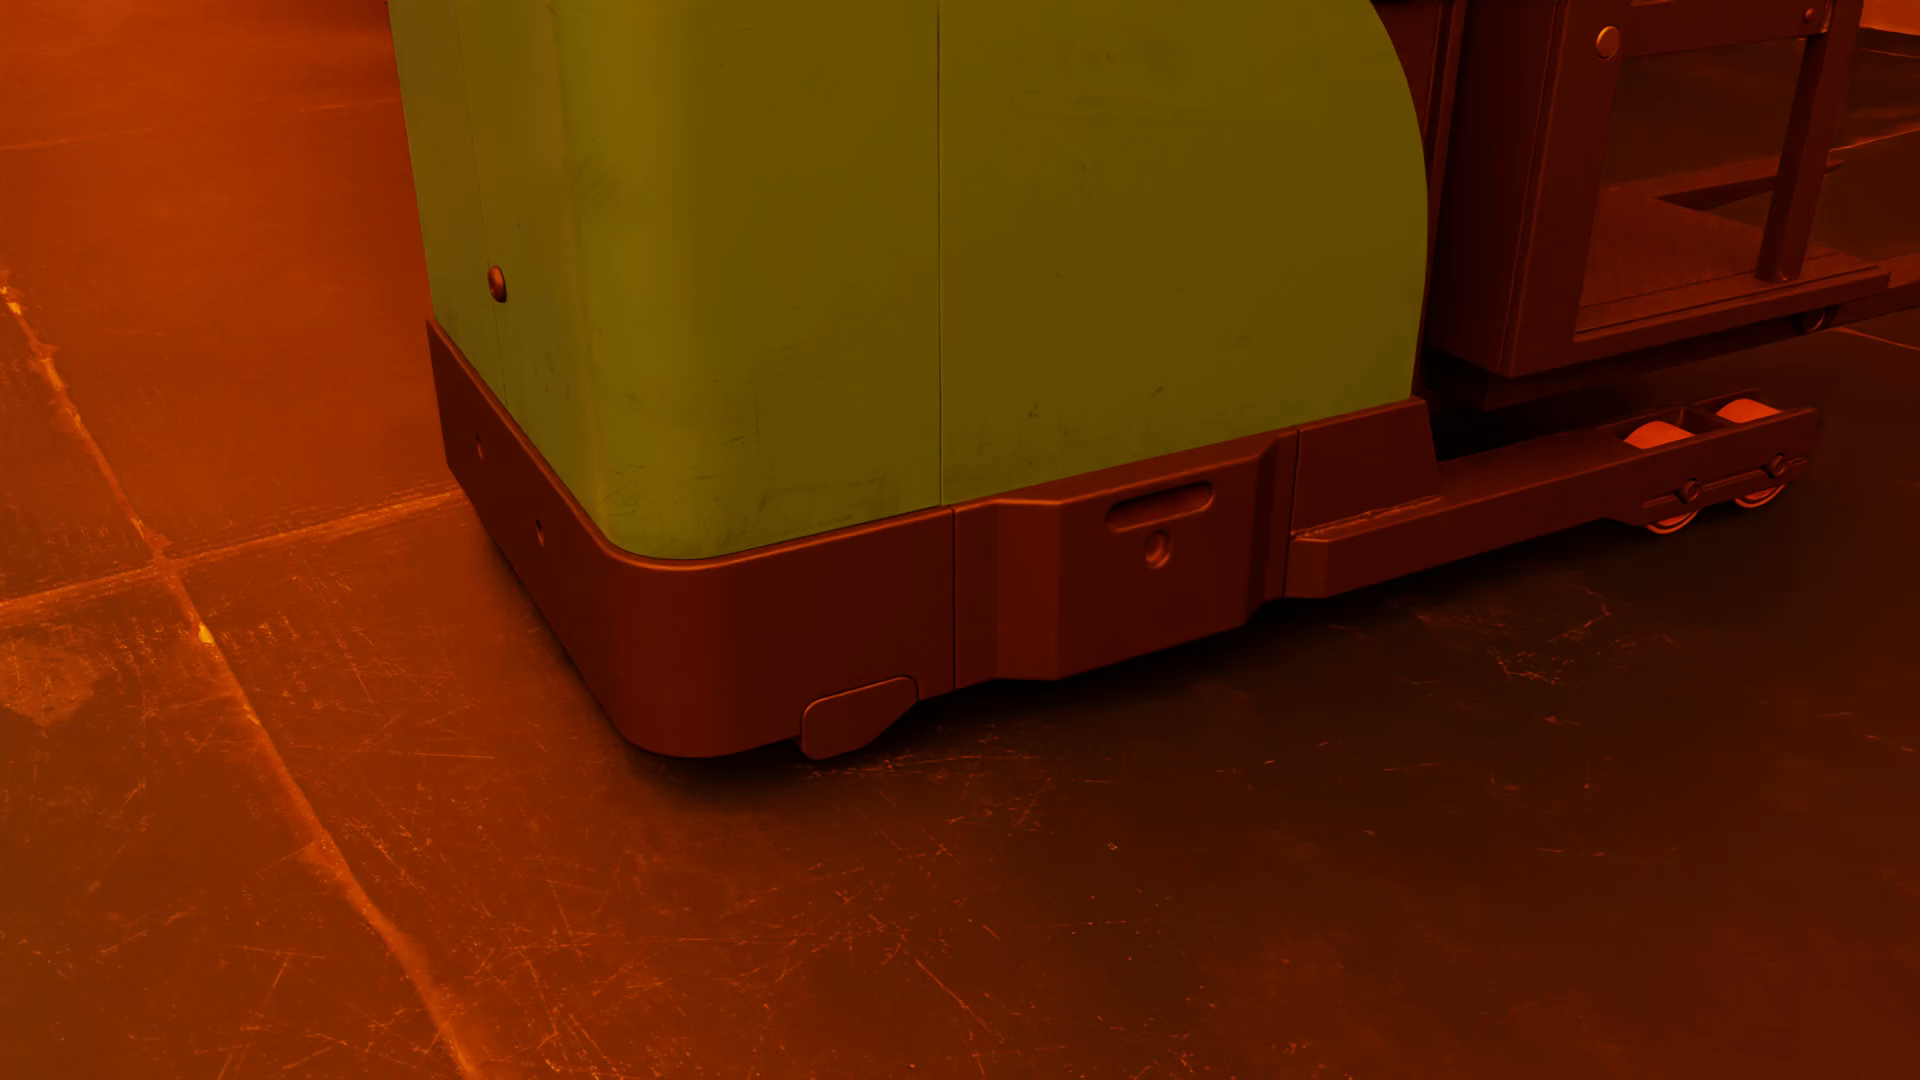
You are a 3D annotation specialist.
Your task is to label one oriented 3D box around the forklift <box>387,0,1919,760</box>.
[{"bbox_3d":[0.745,-1.513,2.248,3.031,2.935,1.130,-14,30,-25],"label":"forklift"}]
